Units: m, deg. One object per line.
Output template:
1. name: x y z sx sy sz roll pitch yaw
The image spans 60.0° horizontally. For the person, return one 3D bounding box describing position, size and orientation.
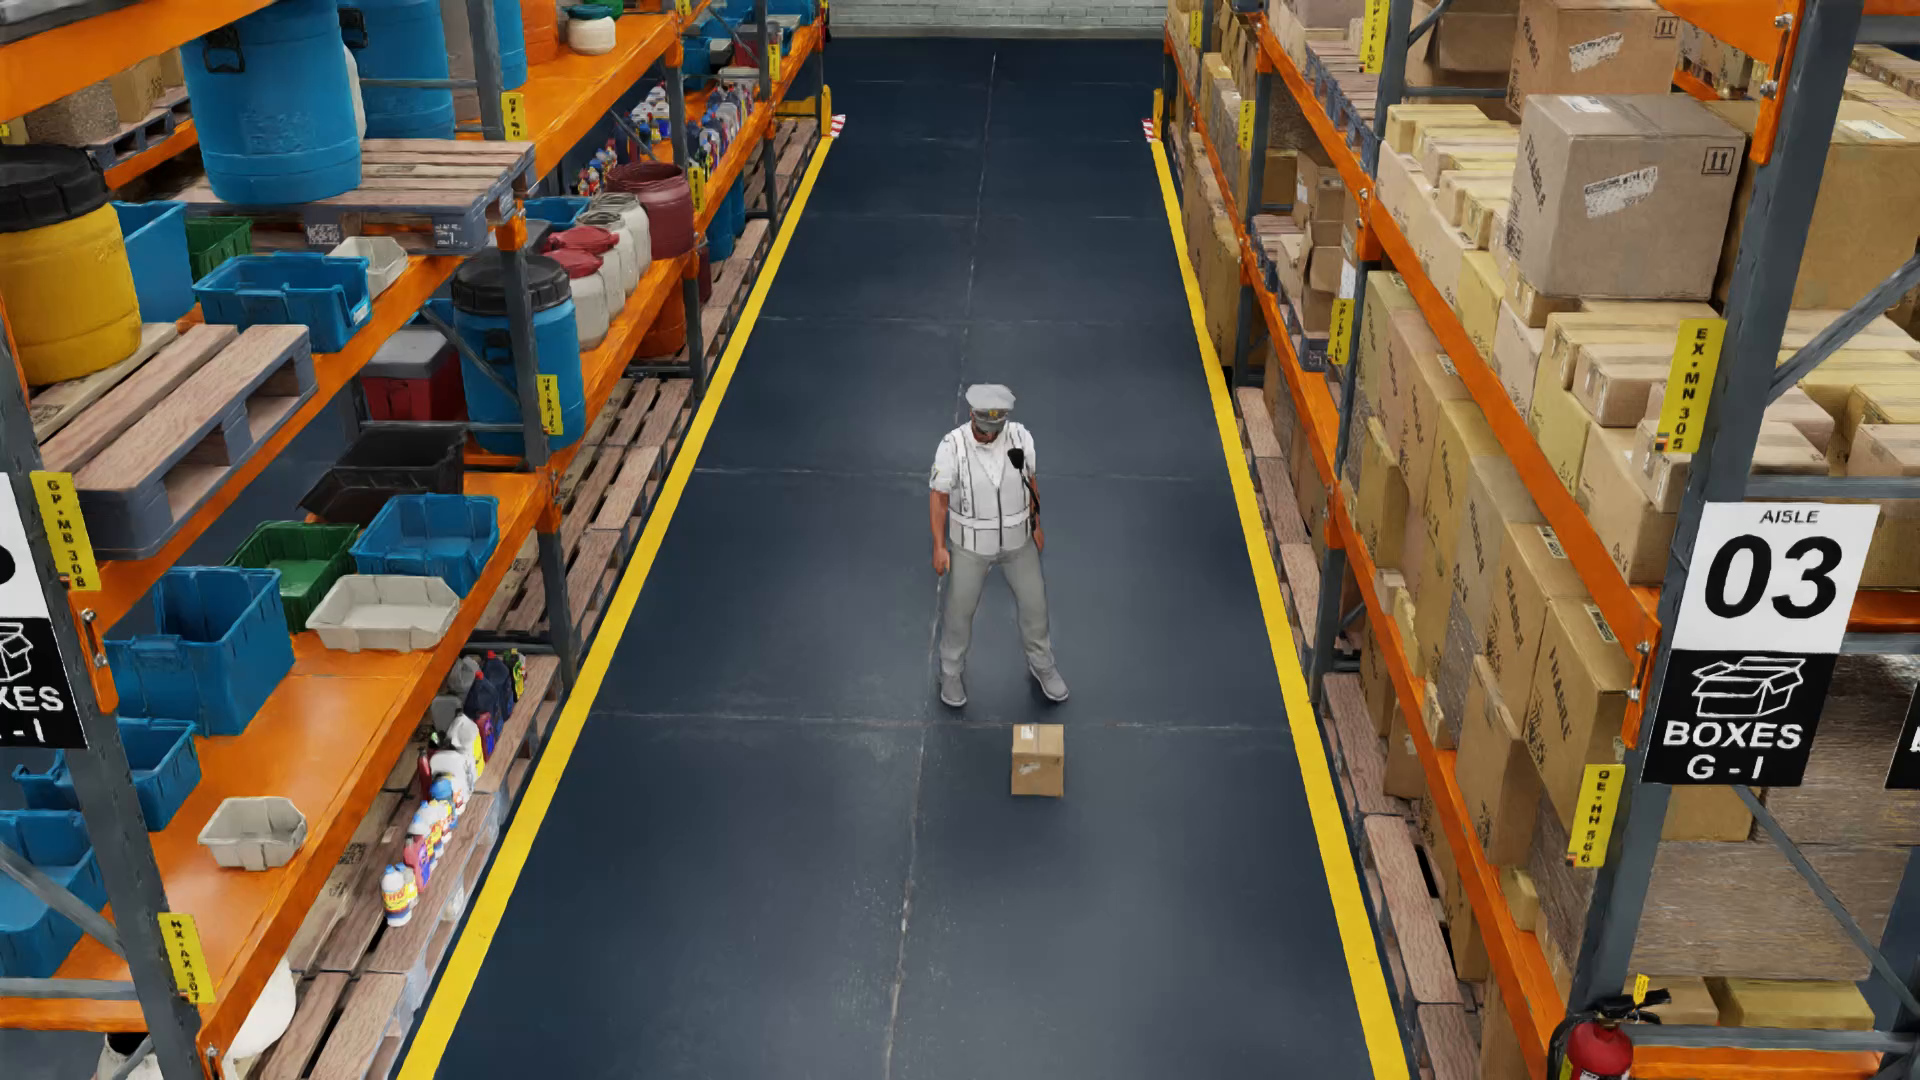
1. person: 0.203 0.018 8.549 0.689 1.741 0.481 -8 29 -14
